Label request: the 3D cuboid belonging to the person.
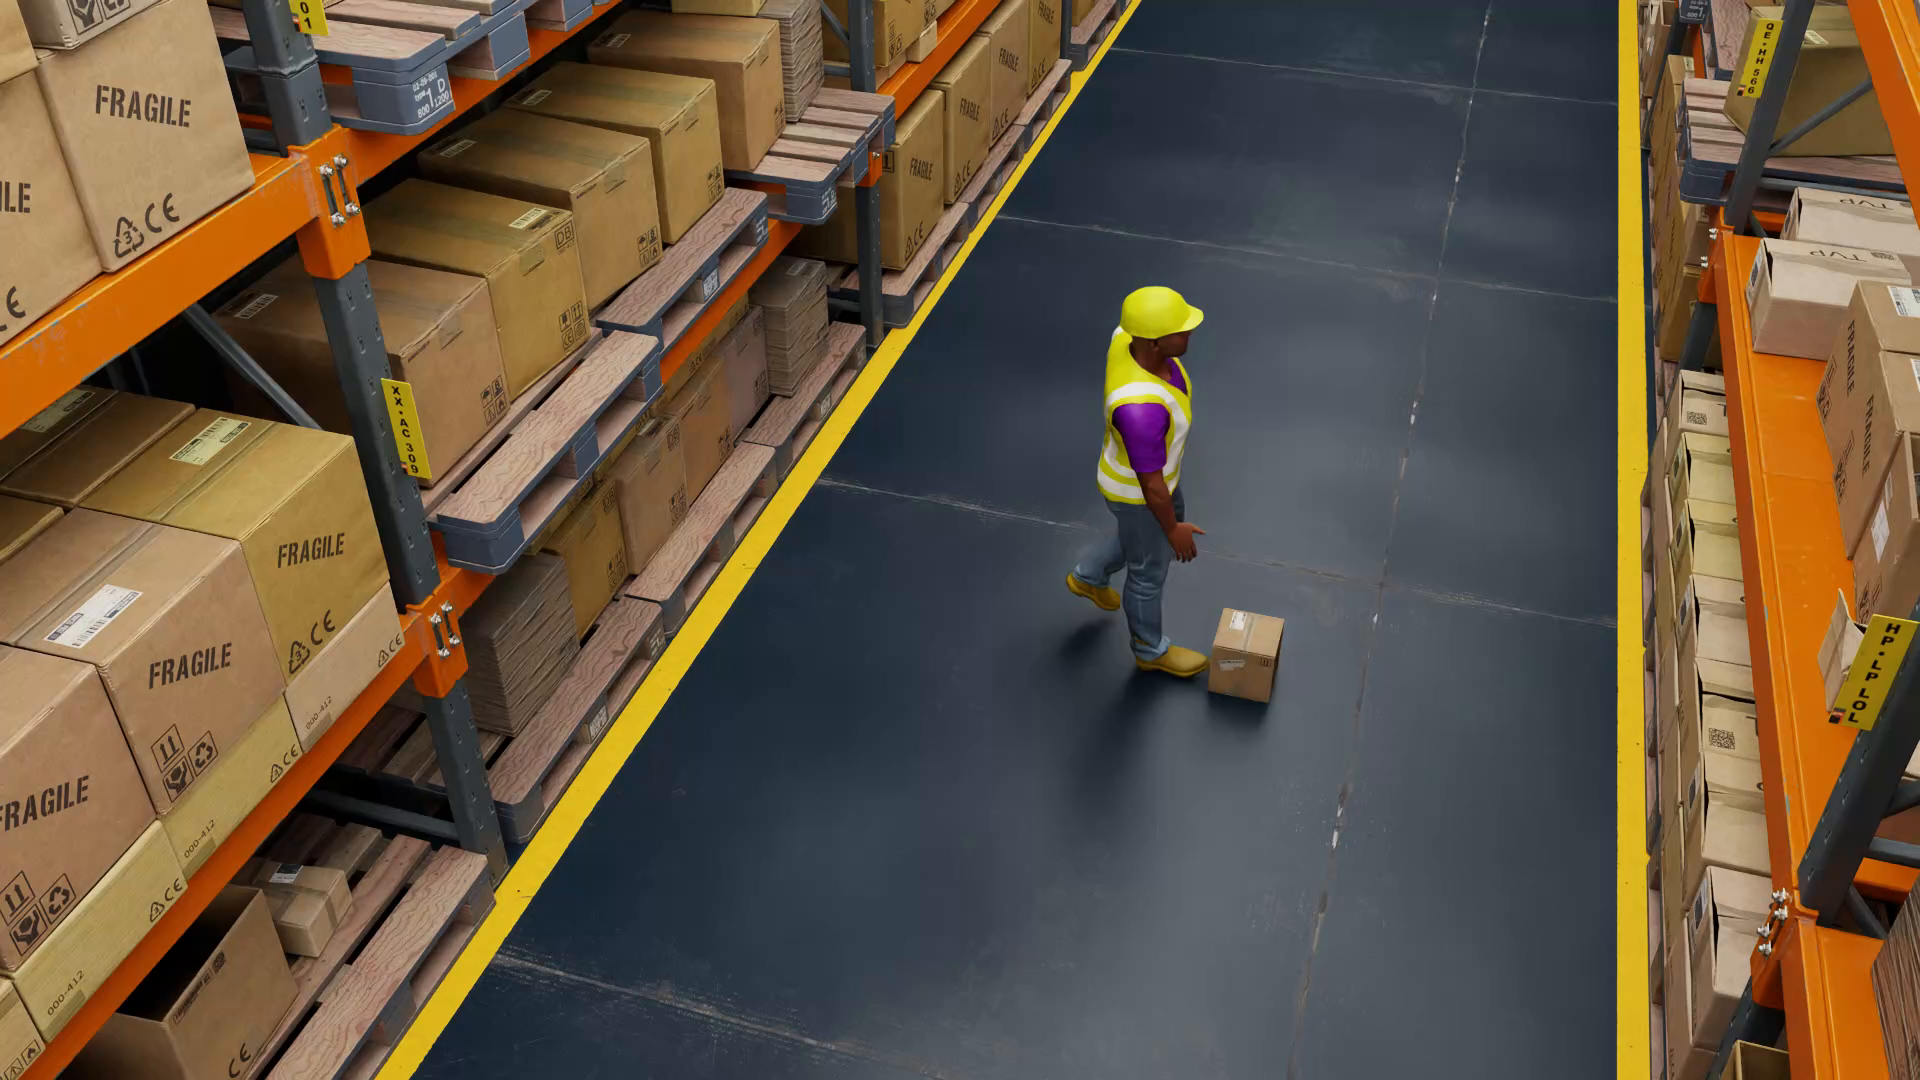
[{"bbox_3d":[0.718,-0.224,6.404,0.642,1.773,0.639,7,37,10],"label":"person"}]
